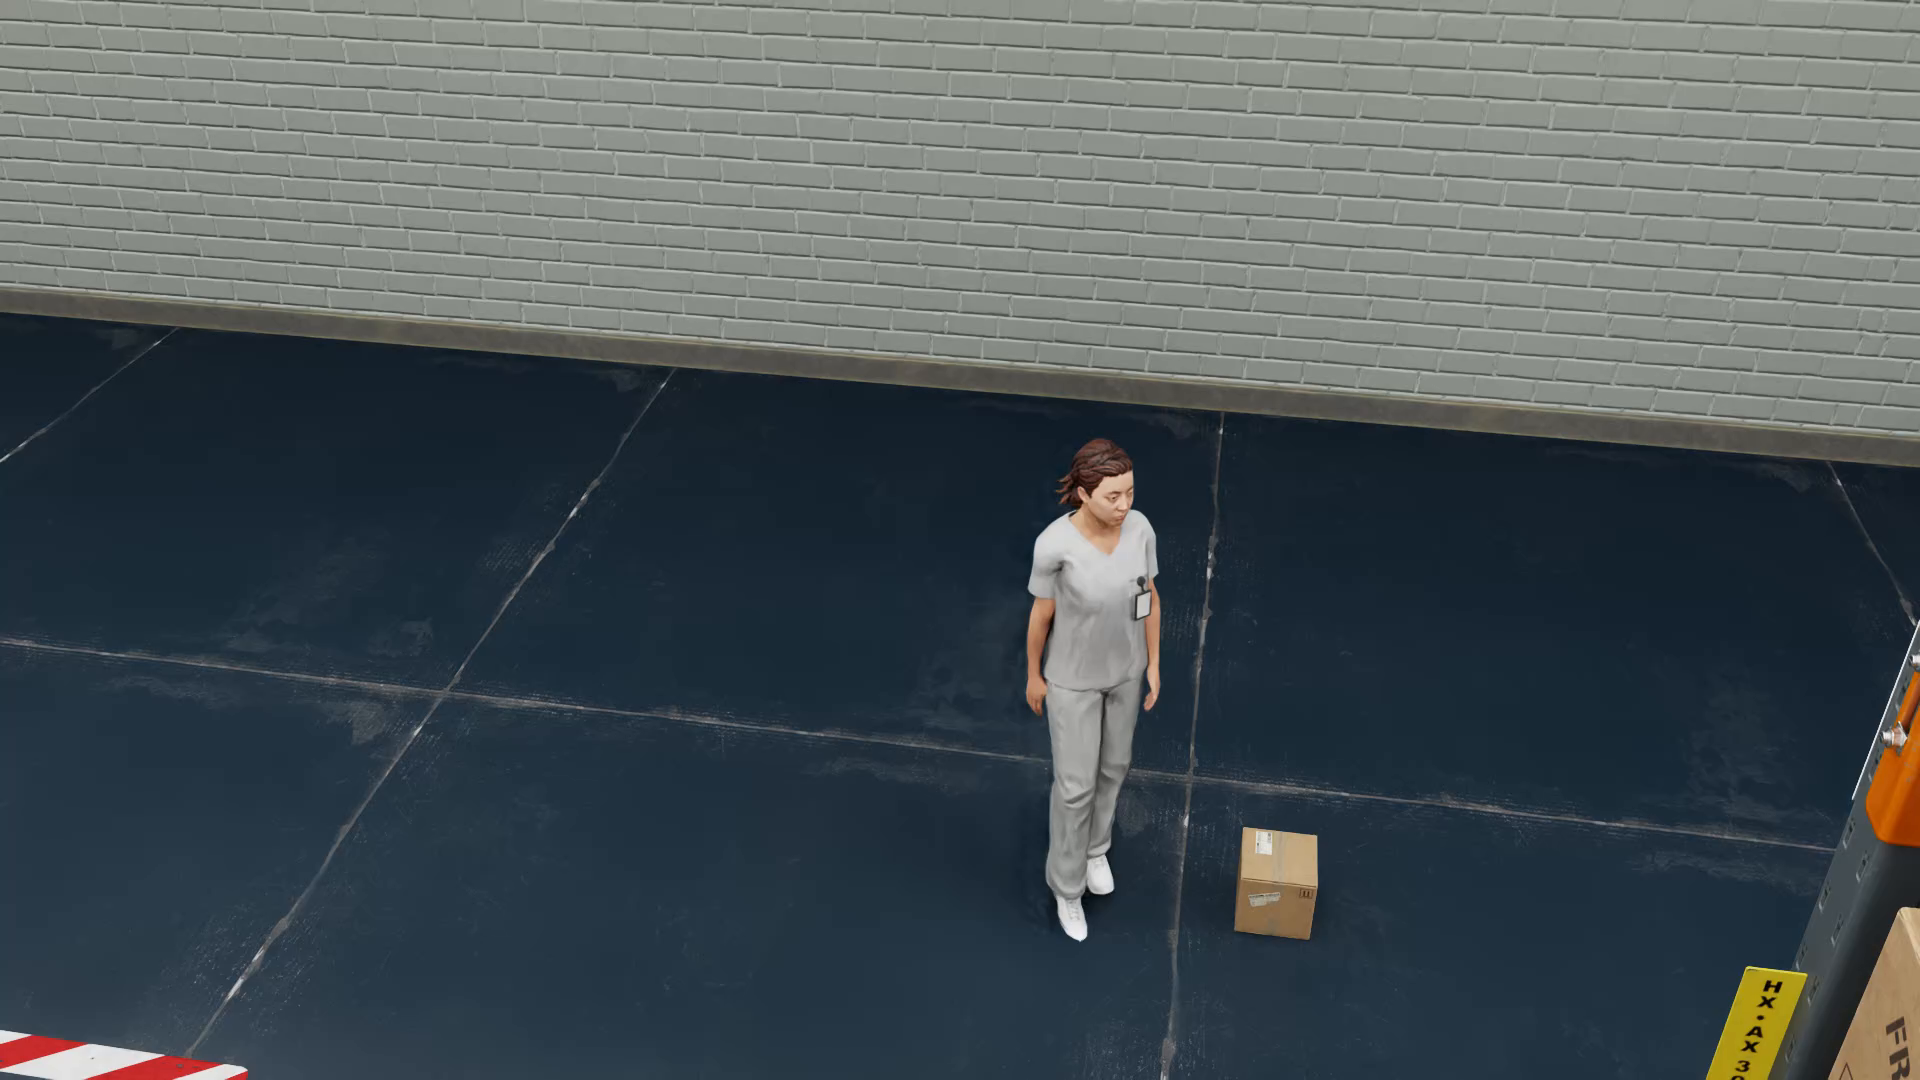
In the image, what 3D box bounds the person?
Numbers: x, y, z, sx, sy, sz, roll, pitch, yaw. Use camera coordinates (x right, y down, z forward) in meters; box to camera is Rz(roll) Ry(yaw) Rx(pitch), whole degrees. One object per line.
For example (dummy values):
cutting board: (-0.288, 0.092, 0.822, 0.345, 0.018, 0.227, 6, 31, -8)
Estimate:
person: (0.546, 0.525, 5.309, 0.432, 1.666, 0.651, -22, 38, -30)
